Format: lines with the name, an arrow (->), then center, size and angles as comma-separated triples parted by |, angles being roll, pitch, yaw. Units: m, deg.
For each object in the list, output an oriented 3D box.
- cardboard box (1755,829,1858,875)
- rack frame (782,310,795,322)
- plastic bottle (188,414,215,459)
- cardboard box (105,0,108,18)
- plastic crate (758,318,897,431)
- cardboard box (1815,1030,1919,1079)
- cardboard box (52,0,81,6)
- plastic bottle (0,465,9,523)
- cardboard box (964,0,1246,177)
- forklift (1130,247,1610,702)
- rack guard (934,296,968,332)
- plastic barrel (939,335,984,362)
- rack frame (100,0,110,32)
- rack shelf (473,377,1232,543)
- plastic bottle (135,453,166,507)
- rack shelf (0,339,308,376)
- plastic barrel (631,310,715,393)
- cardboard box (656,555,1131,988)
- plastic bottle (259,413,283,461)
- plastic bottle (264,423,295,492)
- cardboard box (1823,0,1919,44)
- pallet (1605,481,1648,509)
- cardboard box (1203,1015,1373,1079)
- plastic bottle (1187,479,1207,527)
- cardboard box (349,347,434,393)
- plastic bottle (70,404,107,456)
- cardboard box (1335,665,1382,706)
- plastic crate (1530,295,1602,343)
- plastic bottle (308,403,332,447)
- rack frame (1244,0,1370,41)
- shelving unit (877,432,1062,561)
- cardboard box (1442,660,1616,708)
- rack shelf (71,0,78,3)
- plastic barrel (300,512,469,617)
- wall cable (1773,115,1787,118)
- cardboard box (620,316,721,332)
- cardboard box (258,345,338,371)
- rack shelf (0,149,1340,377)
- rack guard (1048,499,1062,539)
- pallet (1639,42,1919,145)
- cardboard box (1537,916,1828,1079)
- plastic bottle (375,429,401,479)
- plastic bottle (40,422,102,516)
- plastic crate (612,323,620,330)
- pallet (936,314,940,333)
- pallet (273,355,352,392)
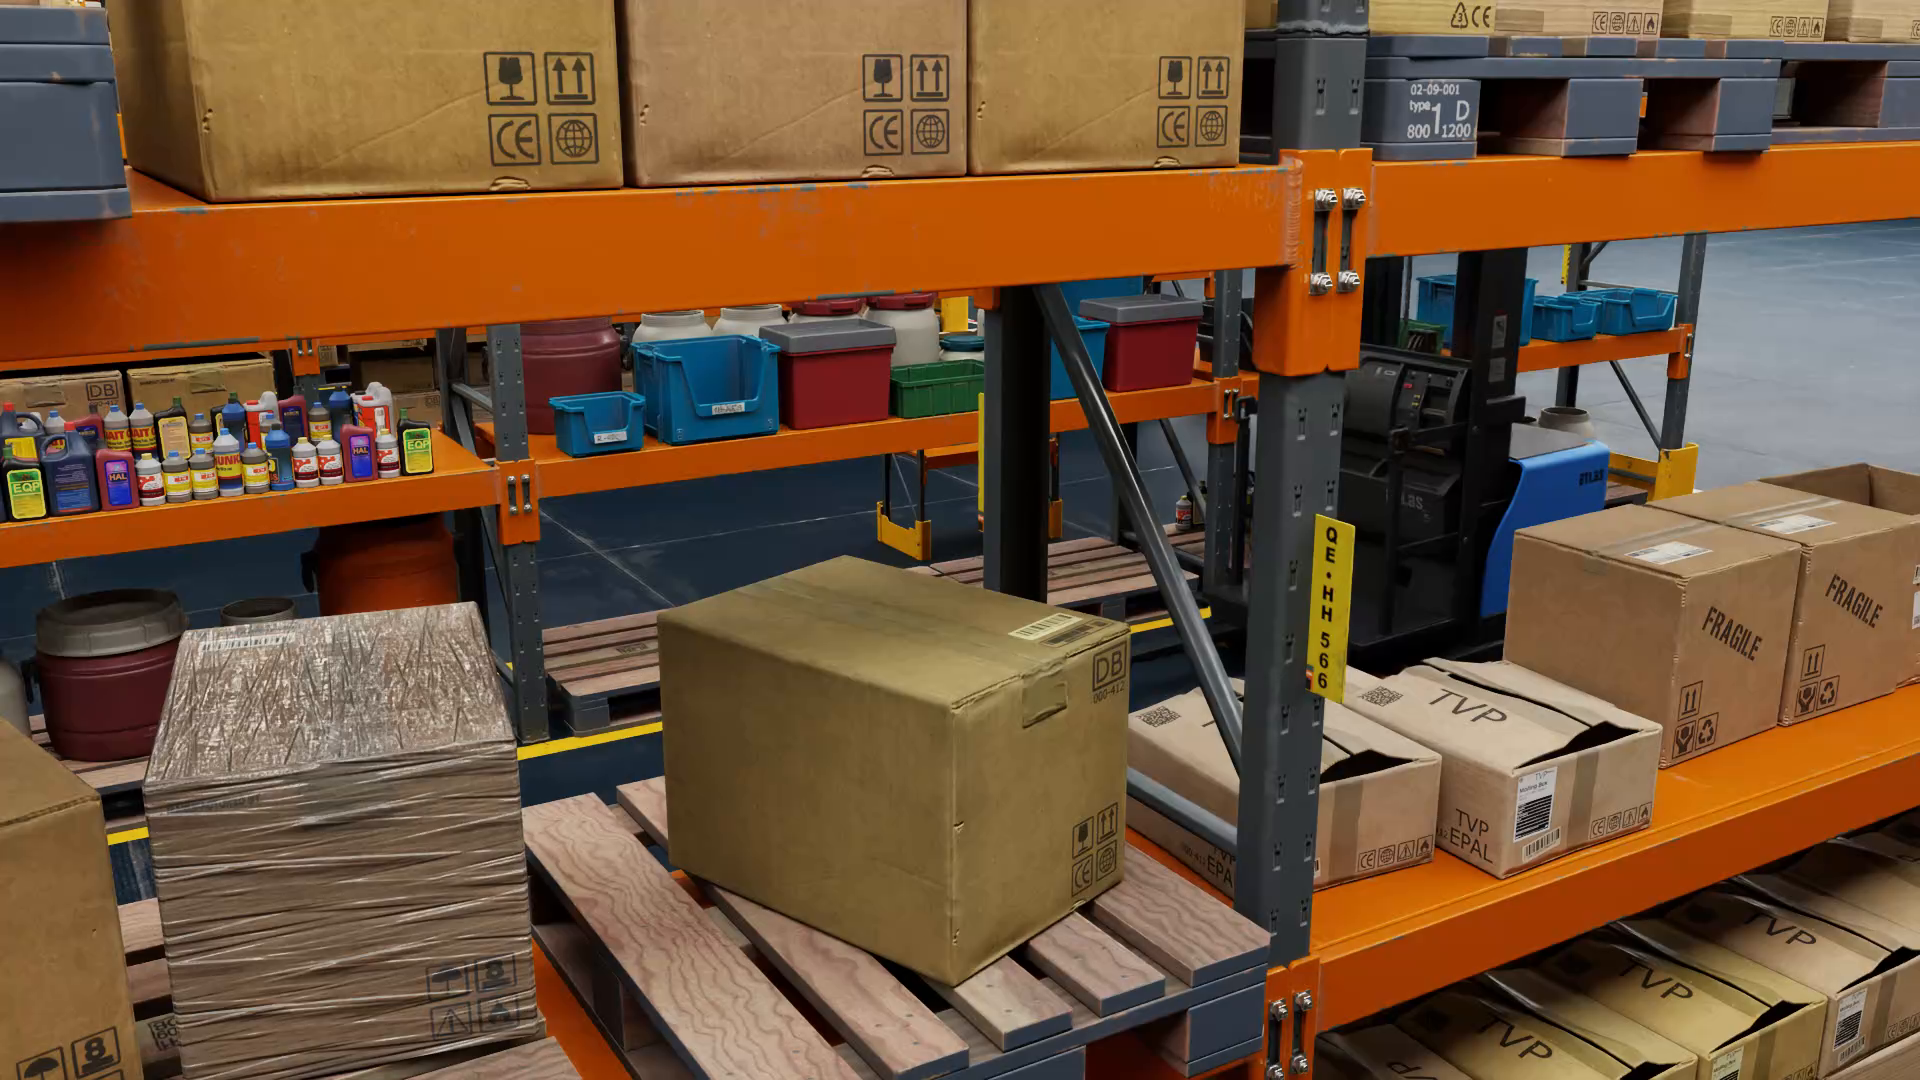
cardboard box -> 2.431, 0.953, 5.230 | 0.500, 0.311, 0.500 | -10, 18, -32
rack frame -> -1.311, -2.332, 13.671 | 0.127, 3.000, 1.000 | -9, 18, -30
plastic bottle -> -3.350, -0.456, 7.348 | 0.097, 0.201, 0.097 | 0, 16, 0
cardboard box -> -5.225, -3.371, 10.850 | 0.637, 0.503, 0.797 | -8, 18, -26
plastic crate -> -0.646, -0.814, 8.139 | 0.583, 0.464, 0.402 | -9, 18, -30
cardboard box -> 2.272, 1.419, 4.607 | 0.500, 0.250, 0.500 | -9, 18, -29
cardboard box -> -7.852, -4.607, 14.628 | 0.258, 0.266, 0.396 | -9, 18, -30
plastic bottle -> -3.726, -0.235, 6.284 | 0.185, 0.351, 0.144 | -9, 18, -30
cardboard box -> 0.003, -0.907, 2.846 | 0.500, 0.500, 0.910 | -9, 18, -30
forklift -> 1.956, -0.763, 8.201 | 3.031, 2.935, 1.130 | -11, 19, -34
rack guard -> -0.329, -2.849, 20.147 | 0.348, 0.500, 1.175 | -9, 18, -30
plastic barrel -> 0.027, -0.971, 9.072 | 0.301, 0.262, 0.301 | 0, 16, 0
rack frame -> -9.843, -6.957, 19.057 | 0.127, 3.000, 1.000 | -9, 18, -30
rack shelf -> -0.474, -0.561, 8.688 | 4.000, 0.370, 1.077 | -9, 18, -30
plastic bottle -> -3.206, -0.241, 6.579 | 0.097, 0.201, 0.097 | 0, 16, 0
rack shelf -> -6.454, -1.151, 10.792 | 4.000, 0.370, 1.077 | -9, 18, -30
plastic barrel -> -1.417, -0.876, 8.270 | 0.421, 0.512, 0.421 | 0, 16, 0
cardboard box -> -0.123, 0.380, 3.033 | 0.700, 0.500, 0.500 | 13, 20, 38
plastic bottle -> -3.042, -0.458, 7.355 | 0.097, 0.201, 0.097 | 0, 16, 0
plastic bottle -> -2.789, -0.342, 6.811 | 0.097, 0.271, 0.097 | 0, 16, 0
cardboard box -> 2.117, -1.362, 4.154 | 0.500, 0.250, 0.500 | -11, 19, -34
pallet -> 3.929, -0.266, 11.468 | 1.213, 0.211, 1.003 | -9, 18, -30
cardboard box -> 0.681, 1.239, 4.211 | 0.500, 0.311, 0.500 | -9, 18, -28
plastic bottle -> 1.483, -0.233, 10.401 | 0.133, 0.283, 0.061 | -8, 18, -27
cardboard box -> -4.181, -1.245, 12.221 | 0.500, 0.250, 0.500 | -8, 18, -27
plastic bottle -> -3.740, -0.438, 7.132 | 0.133, 0.283, 0.061 | -9, 18, -30
cardboard box -> 0.988, 0.449, 4.217 | 0.250, 0.149, 0.380 | -9, 18, -30
plastic crate -> 3.834, -1.442, 10.774 | 0.408, 0.251, 0.499 | -9, 18, -30
plastic bottle -> -2.923, -0.525, 7.595 | 0.097, 0.201, 0.097 | 0, 16, 0
rack frame -> 0.359, -2.372, 2.699 | 0.127, 3.000, 1.000 | -9, 18, -30
shelving unit -> 0.065, -0.733, 10.745 | 1.083, 1.500, 0.587 | -9, 18, -30
cardboard box -> 1.423, 0.447, 4.222 | 0.250, 0.149, 0.380 | -8, 17, -26
rack shelf -> -14.117, -7.288, 22.311 | 4.000, 0.370, 1.077 | -9, 18, -30
plastic barrel -> -2.599, 0.285, 7.579 | 0.708, 0.830, 0.600 | -9, 18, -30
wall cable -> 22.316, -12.107, 43.183 | 0.112, 2.526, 3.097 | -9, 18, -30
cardboard box -> -3.203, -2.744, 18.299 | 0.875, 0.875, 0.875 | -9, 18, -29
cardboard box -> -6.639, -2.120, 16.306 | 0.750, 0.750, 1.050 | -9, 18, -30
rack shelf -> -1.355, -0.303, 2.209 | 4.000, 0.370, 1.077 | -9, 18, -30
rack guard -> 0.492, -0.200, 11.161 | 0.087, 0.250, 0.587 | -9, 18, -30
pallet -> 1.852, -1.108, 4.097 | 1.213, 0.211, 1.003 | -8, 18, -27
cardboard box -> 1.844, 1.218, 4.283 | 0.500, 0.311, 0.500 | -10, 18, -31
plastic bottle -> -2.424, -0.367, 7.031 | 0.097, 0.201, 0.097 | 0, 16, 0
plastic bottle -> -3.453, -0.280, 6.442 | 0.185, 0.351, 0.144 | -9, 18, -30
plastic crate -> -4.304, -2.494, 19.354 | 0.662, 0.188, 0.450 | 0, 26, -1
pallet -> -0.995, -2.577, 19.714 | 1.213, 0.211, 1.003 | -9, 18, -30
pallet -> -6.493, -1.687, 16.536 | 1.213, 0.211, 1.003 | -9, 18, -30
